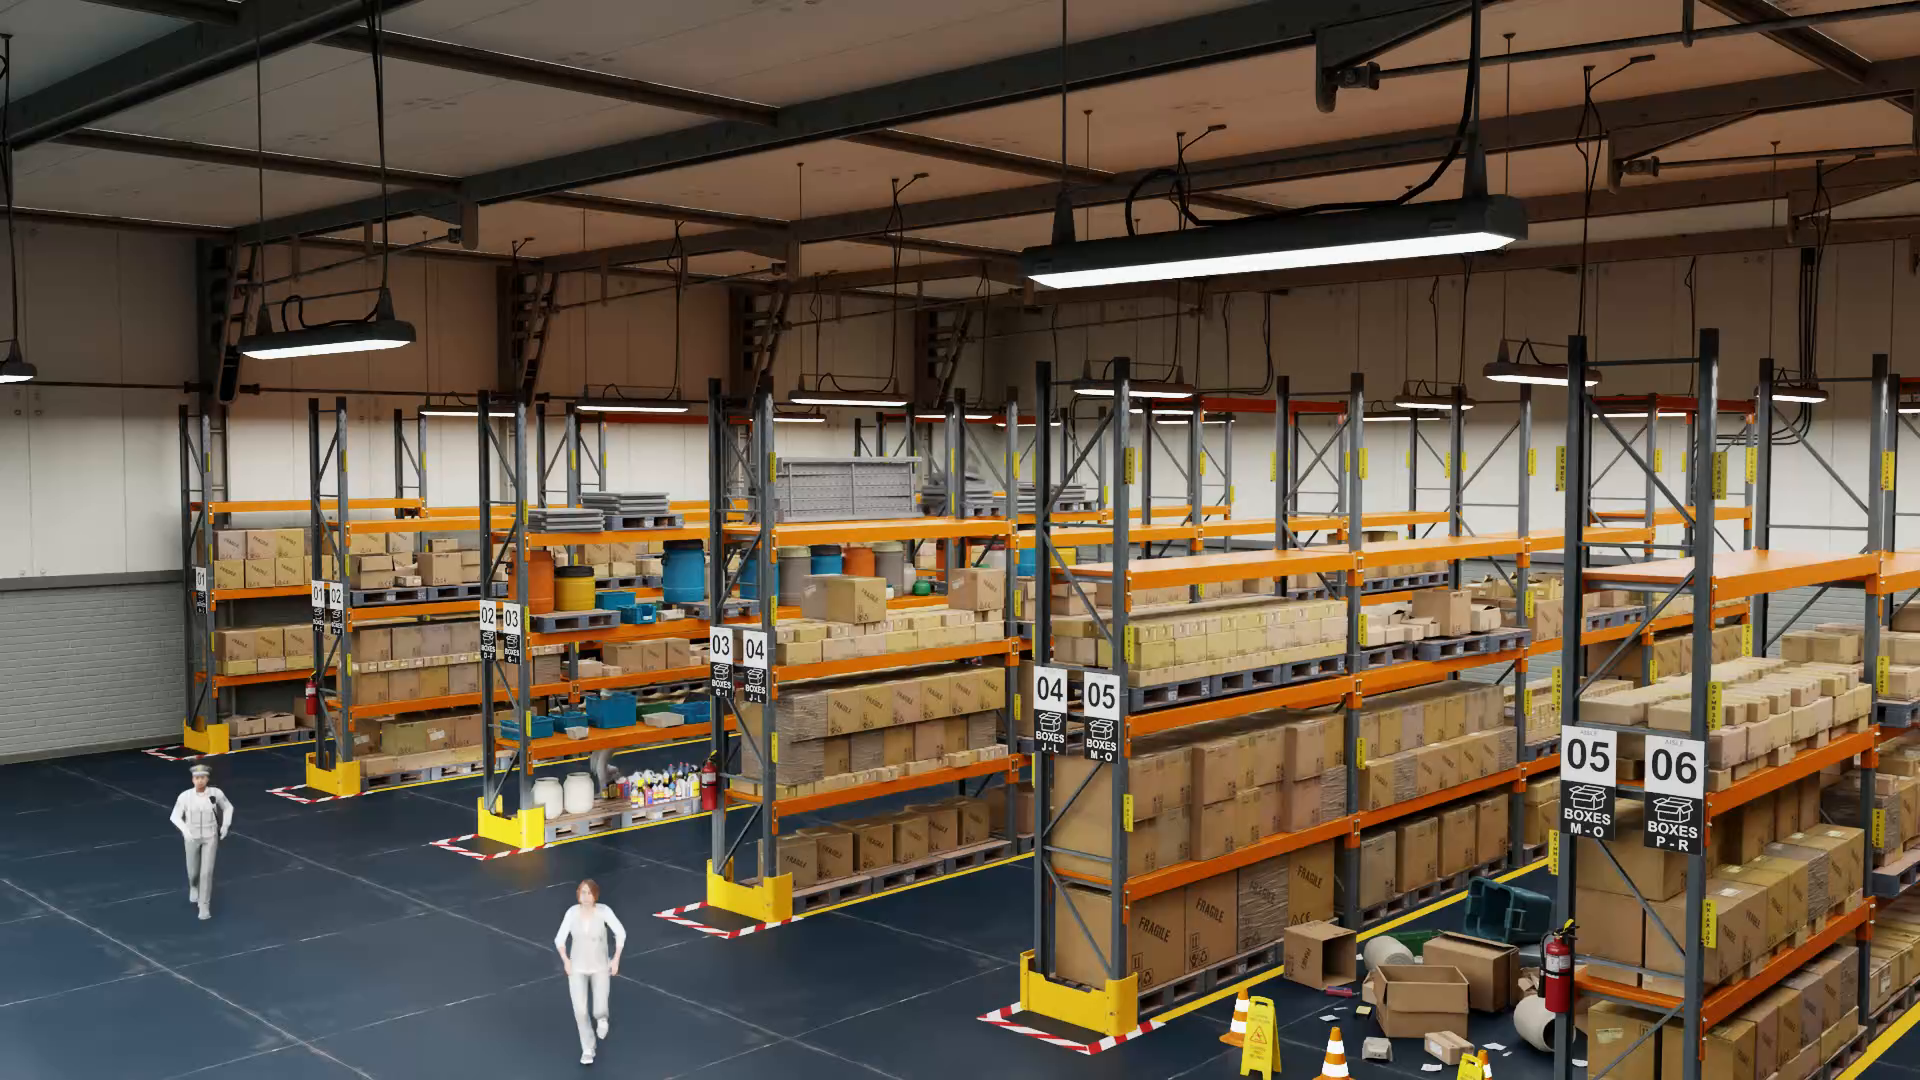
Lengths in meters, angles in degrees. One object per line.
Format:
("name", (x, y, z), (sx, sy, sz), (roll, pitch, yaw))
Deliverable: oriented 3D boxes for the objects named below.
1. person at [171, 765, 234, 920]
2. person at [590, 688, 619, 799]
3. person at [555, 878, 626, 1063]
("person", (-8.507, 3.350, 18.688), (0.643, 1.690, 0.737), (-1, 3, -23))
("person", (-5.289, 3.026, 24.917), (0.591, 1.651, 0.576), (2, 4, 34))
("person", (-3.145, 3.648, 14.148), (0.589, 1.530, 0.575), (0, 3, -7))
